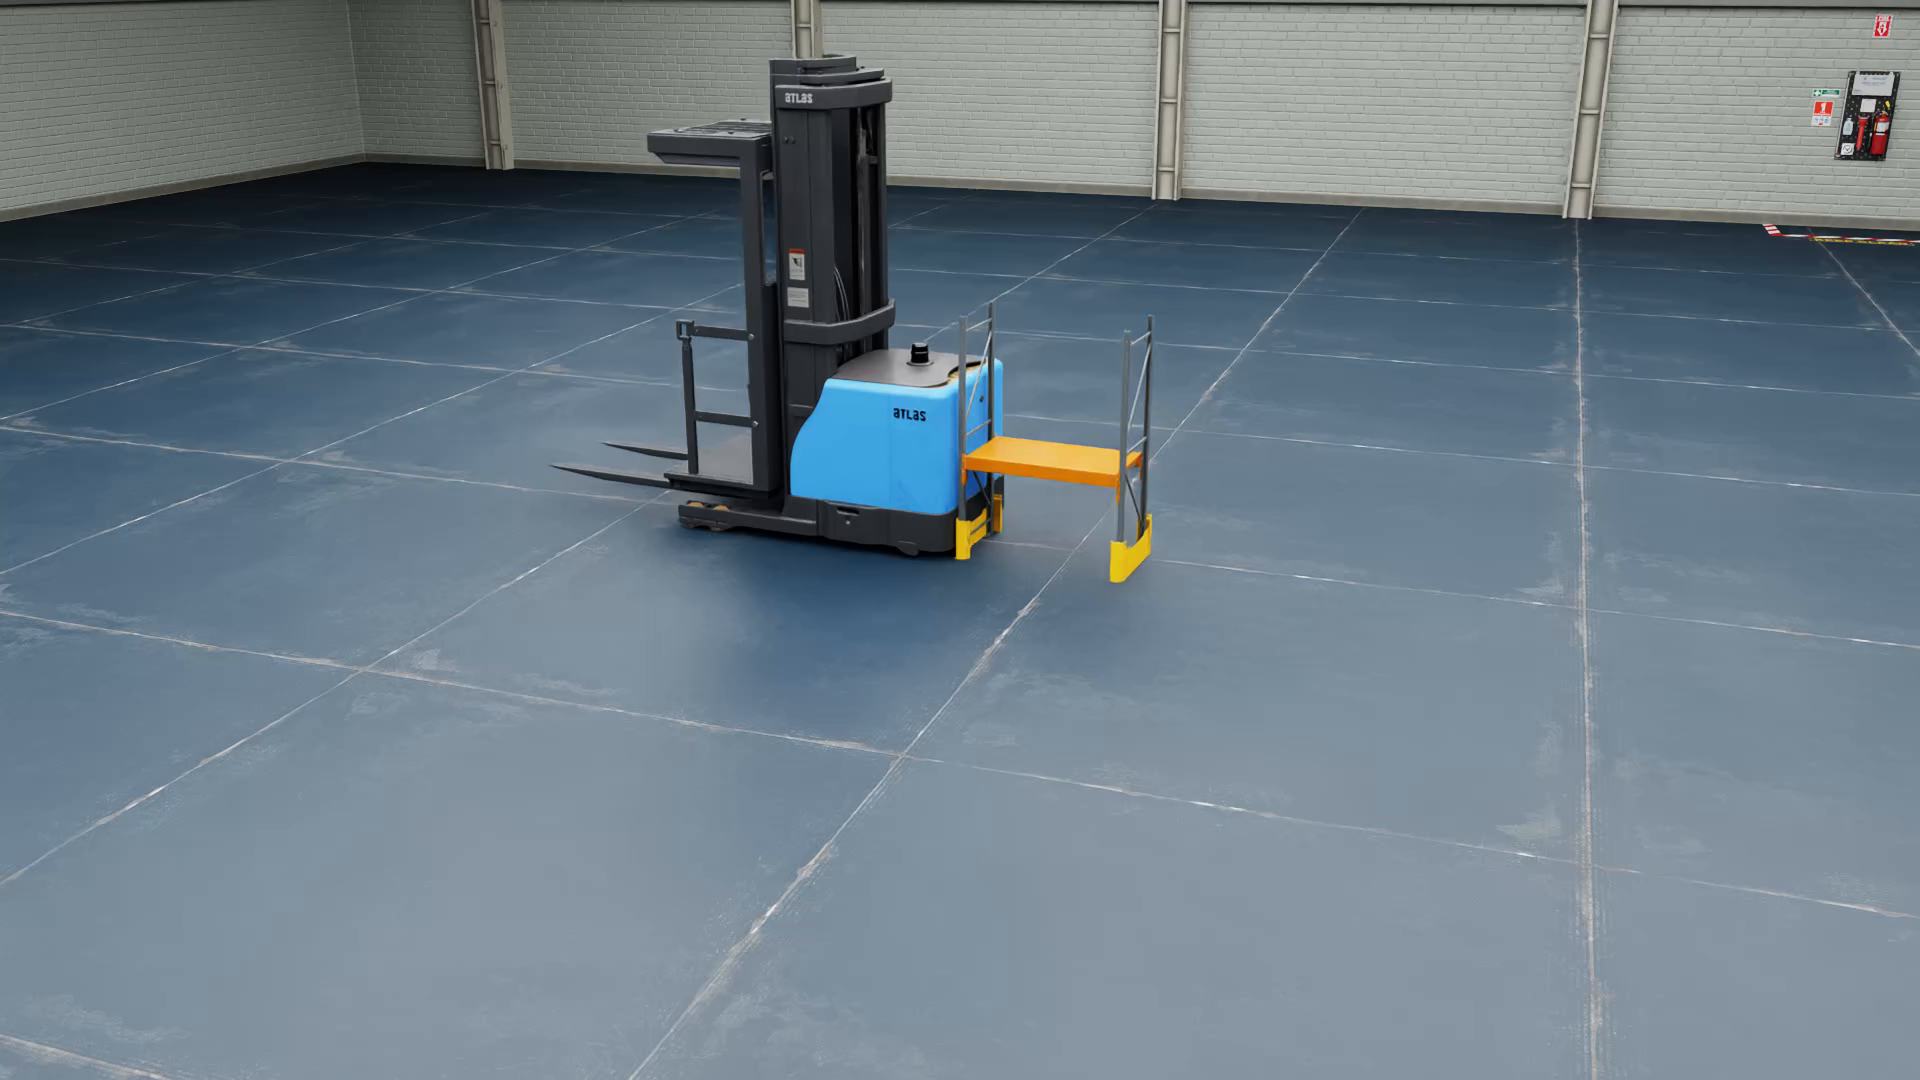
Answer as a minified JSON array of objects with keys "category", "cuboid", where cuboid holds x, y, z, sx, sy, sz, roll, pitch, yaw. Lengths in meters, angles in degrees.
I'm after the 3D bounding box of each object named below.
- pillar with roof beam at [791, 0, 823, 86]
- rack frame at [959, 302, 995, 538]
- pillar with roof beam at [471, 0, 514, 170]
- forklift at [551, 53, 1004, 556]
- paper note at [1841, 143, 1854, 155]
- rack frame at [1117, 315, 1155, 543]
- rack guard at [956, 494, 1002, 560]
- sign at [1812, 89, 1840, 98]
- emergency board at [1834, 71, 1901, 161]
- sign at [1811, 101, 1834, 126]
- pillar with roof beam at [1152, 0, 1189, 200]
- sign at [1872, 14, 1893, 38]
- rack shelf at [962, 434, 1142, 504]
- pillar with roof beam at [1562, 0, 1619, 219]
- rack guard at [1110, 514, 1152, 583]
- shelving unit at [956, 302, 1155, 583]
[{"category":"pillar with roof beam","cuboid":[-3.885,-8.848,22.288,0.400,9.000,9.100,7,20,18]},{"category":"rack frame","cuboid":[0.104,-0.678,10.242,0.032,1.500,0.500,8,21,22]},{"category":"pillar with roof beam","cuboid":[-9.553,-9.496,24.147,0.400,9.000,9.100,7,20,18]},{"category":"forklift","cuboid":[-1.274,-1.586,10.674,3.031,2.935,1.130,8,21,22]},{"category":"paper note","cuboid":[12.064,-5.313,22.598,0.142,0.148,0.016,7,20,18]},{"category":"rack frame","cuboid":[1.037,-0.545,9.862,0.032,1.500,0.500,8,21,22]},{"category":"rack guard","cuboid":[0.122,-0.085,10.441,0.087,0.250,0.587,8,21,22]},{"category":"sign","cuboid":[11.722,-6.044,22.498,0.331,0.109,0.001,7,20,18]},{"category":"emergency board","cuboid":[12.209,-5.688,22.337,0.643,1.169,0.194,7,20,18]},{"category":"sign","cuboid":[11.720,-5.797,22.594,0.234,0.329,0.001,7,20,18]},{"category":"pillar with roof beam","cuboid":[1.782,-8.200,20.428,0.400,9.000,9.100,7,20,18]},{"category":"sign","cuboid":[12.234,-6.815,22.047,0.199,0.298,0.001,7,20,18]},{"category":"rack shelf","cuboid":[0.571,-0.442,10.111,1.000,0.185,0.538,8,21,22]},{"category":"pillar with roof beam","cuboid":[7.450,-7.552,18.569,0.400,9.000,9.100,7,20,18]},{"category":"rack guard","cuboid":[1.036,0.045,10.068,0.087,0.250,0.587,8,21,22]},{"category":"shelving unit","cuboid":[0.579,-0.610,10.049,1.083,1.500,0.587,8,21,22]}]
